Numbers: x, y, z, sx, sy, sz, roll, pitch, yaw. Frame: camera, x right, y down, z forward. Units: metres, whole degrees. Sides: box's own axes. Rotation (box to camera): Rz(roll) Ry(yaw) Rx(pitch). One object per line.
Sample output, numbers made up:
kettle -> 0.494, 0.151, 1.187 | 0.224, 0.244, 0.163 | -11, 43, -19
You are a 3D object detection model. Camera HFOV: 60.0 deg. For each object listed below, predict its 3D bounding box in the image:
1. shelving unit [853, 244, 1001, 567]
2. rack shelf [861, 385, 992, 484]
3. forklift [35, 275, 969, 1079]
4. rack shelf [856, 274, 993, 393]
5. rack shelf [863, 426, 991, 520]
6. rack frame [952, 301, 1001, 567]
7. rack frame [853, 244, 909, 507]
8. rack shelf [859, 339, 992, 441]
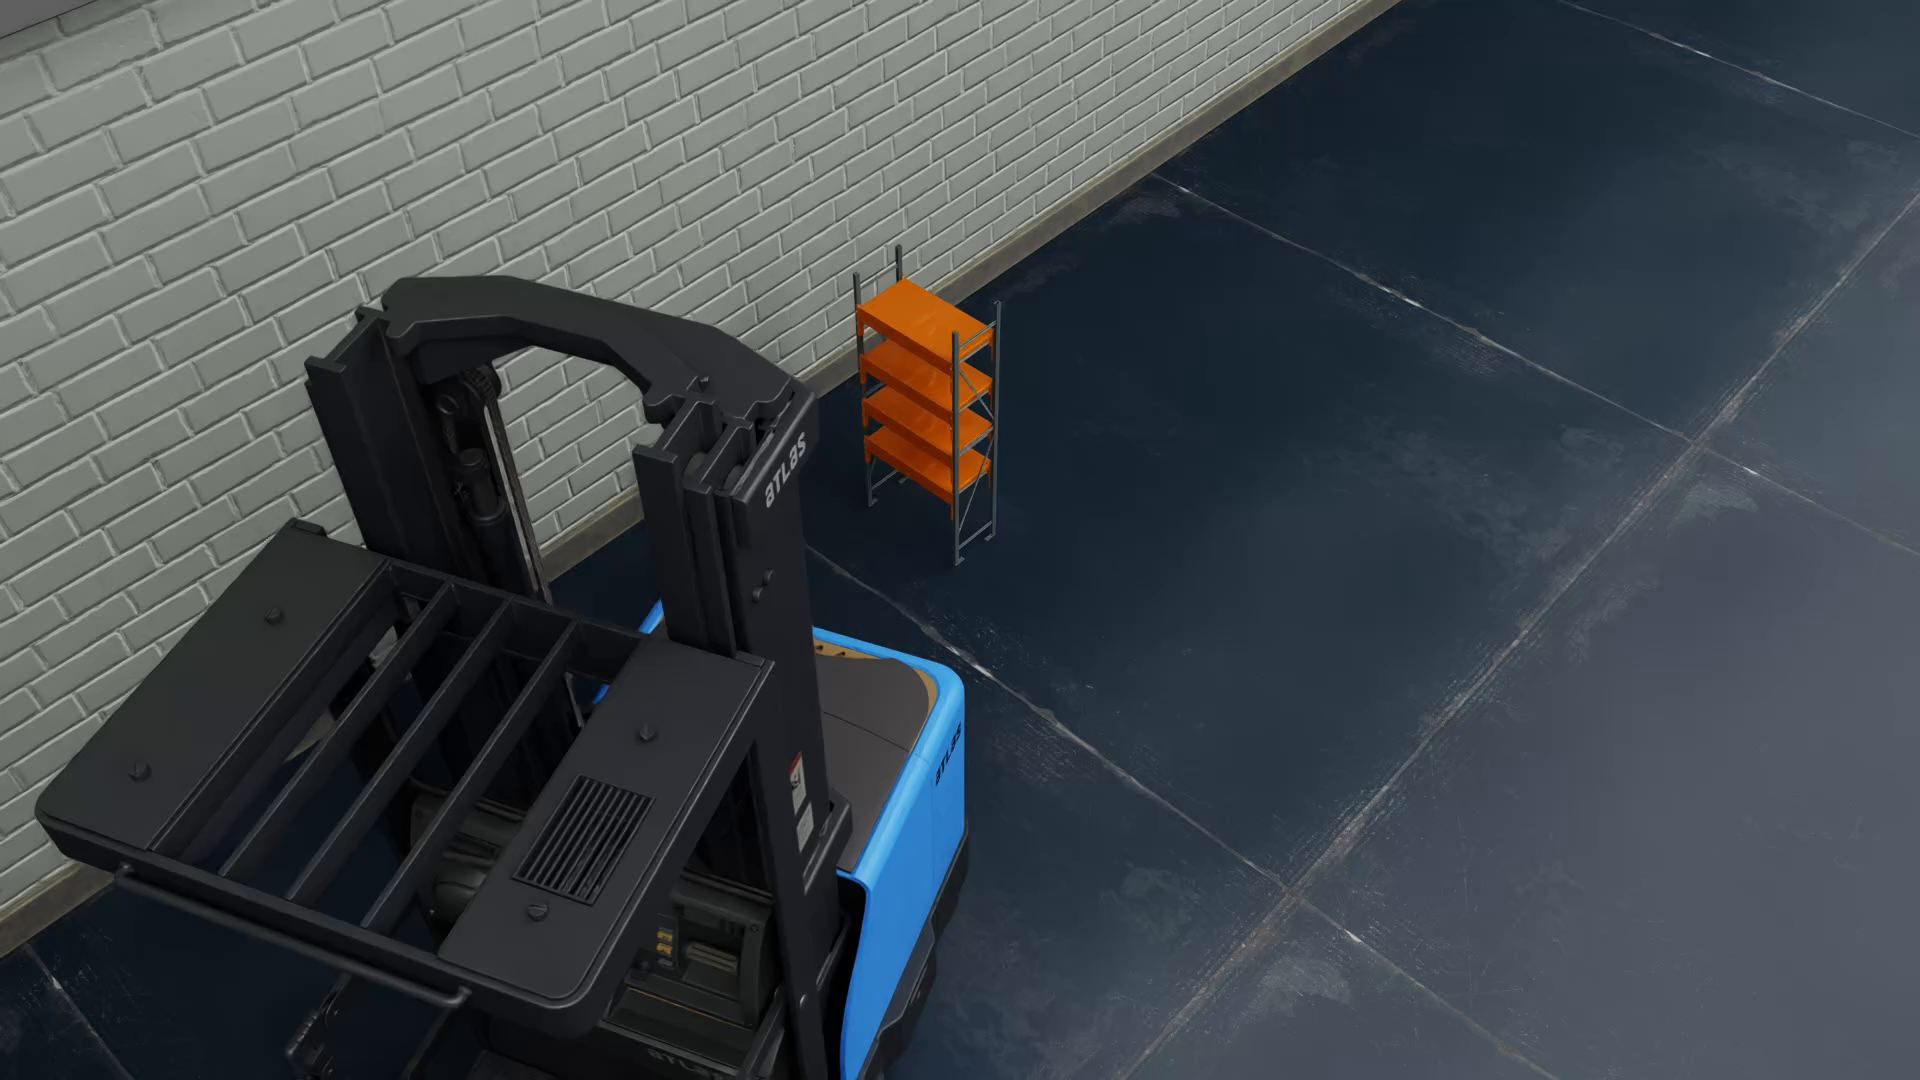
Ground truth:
shelving unit -> -0.122, -0.493, 6.389 | 0.503, 1.200, 0.258 | 34, 55, 28
rack shelf -> -0.122, -0.446, 6.438 | 0.480, 0.148, 0.258 | 34, 55, 28
forklift -> -0.960, 1.002, 3.798 | 1.130, 2.935, 3.031 | 15, 49, 14
rack shelf -> -0.122, -0.762, 6.103 | 0.480, 0.148, 0.258 | 34, 55, 28
rack shelf -> -0.122, -0.311, 6.583 | 0.480, 0.148, 0.258 | 34, 55, 28
rack frame -> 0.058, -0.372, 6.276 | 0.015, 1.200, 0.240 | 34, 55, 28
rack frame -> -0.301, -0.613, 6.503 | 0.015, 1.200, 0.240 | 34, 55, 28
rack shelf -> -0.122, -0.600, 6.275 | 0.480, 0.148, 0.258 | 34, 55, 28
